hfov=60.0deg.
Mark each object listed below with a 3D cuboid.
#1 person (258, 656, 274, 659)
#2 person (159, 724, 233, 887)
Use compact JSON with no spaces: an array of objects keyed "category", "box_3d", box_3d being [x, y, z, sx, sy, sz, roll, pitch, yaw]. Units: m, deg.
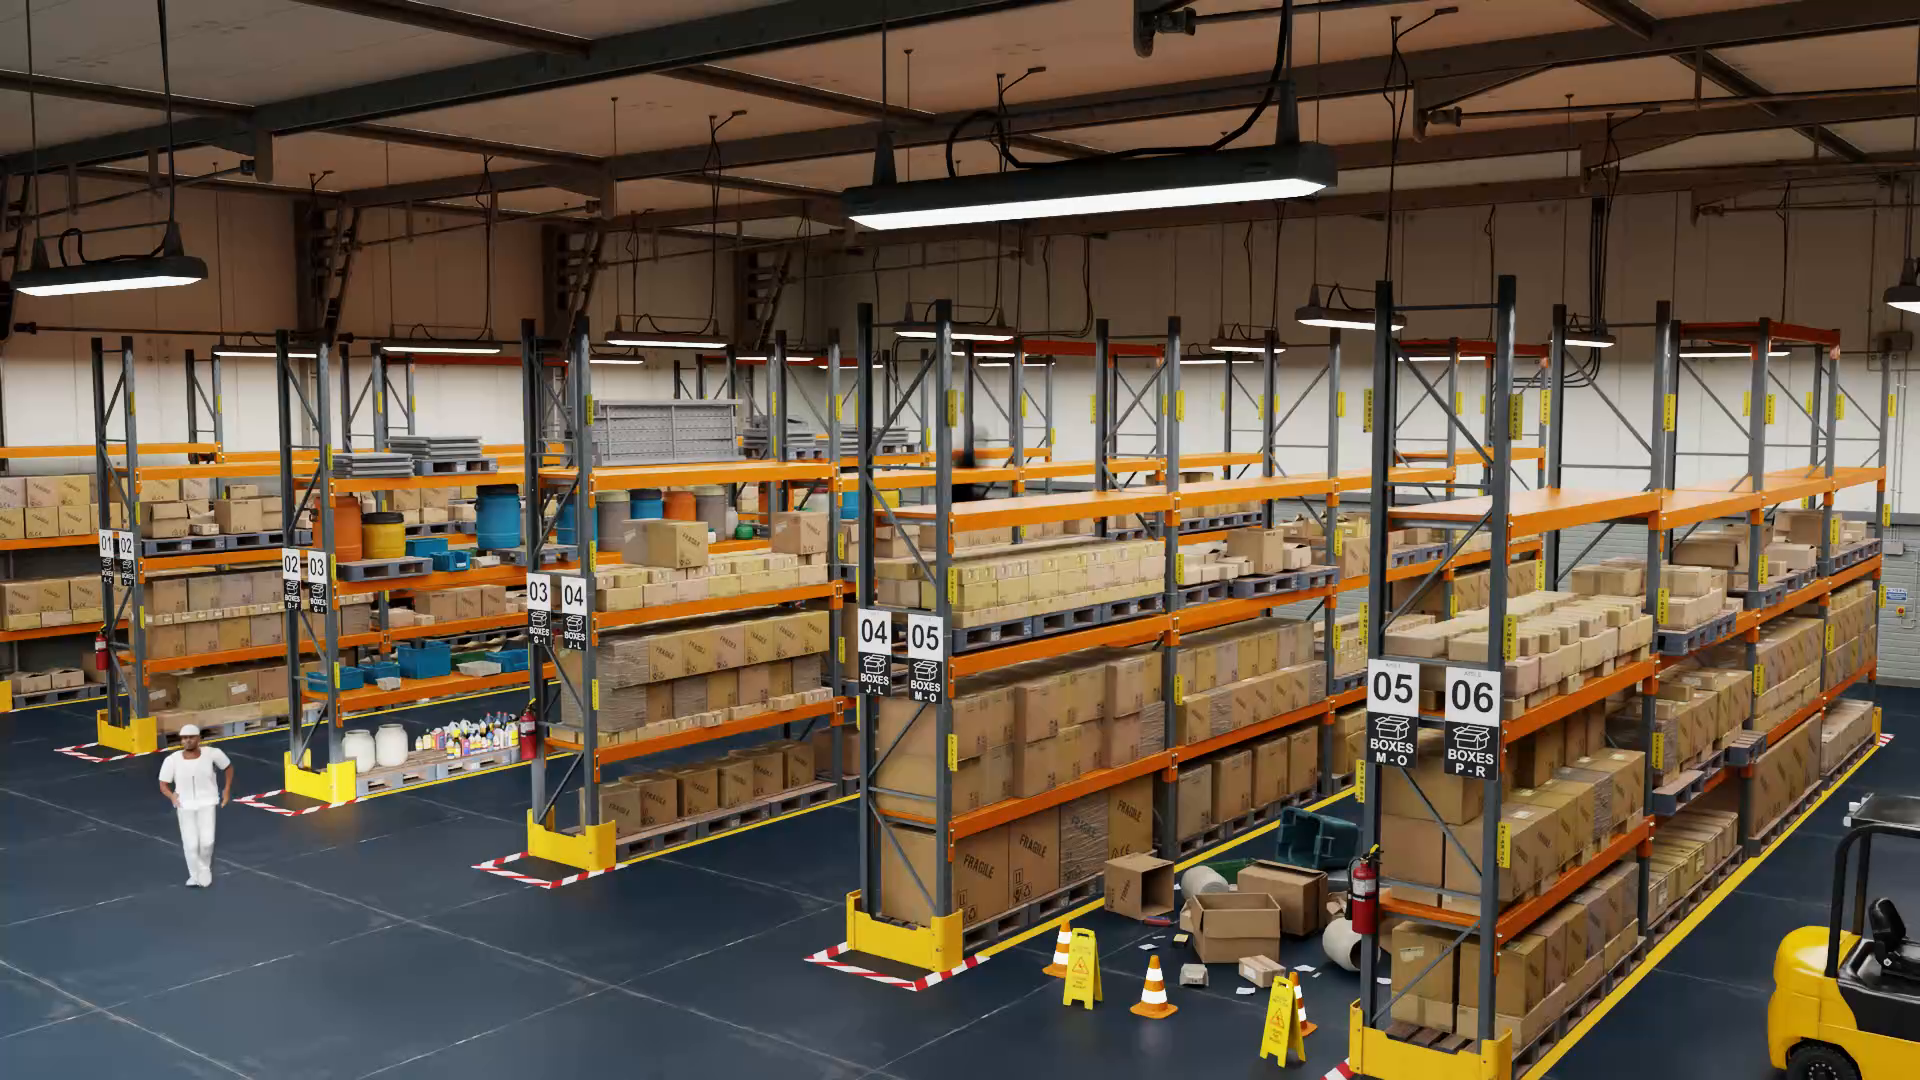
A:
[{"category":"person","box_3d":[-11.671,1.900,27.938,0.592,1.721,0.663,3,6,31]},{"category":"person","box_3d":[-7.984,2.781,17.379,0.702,1.725,0.617,-2,5,-19]}]
